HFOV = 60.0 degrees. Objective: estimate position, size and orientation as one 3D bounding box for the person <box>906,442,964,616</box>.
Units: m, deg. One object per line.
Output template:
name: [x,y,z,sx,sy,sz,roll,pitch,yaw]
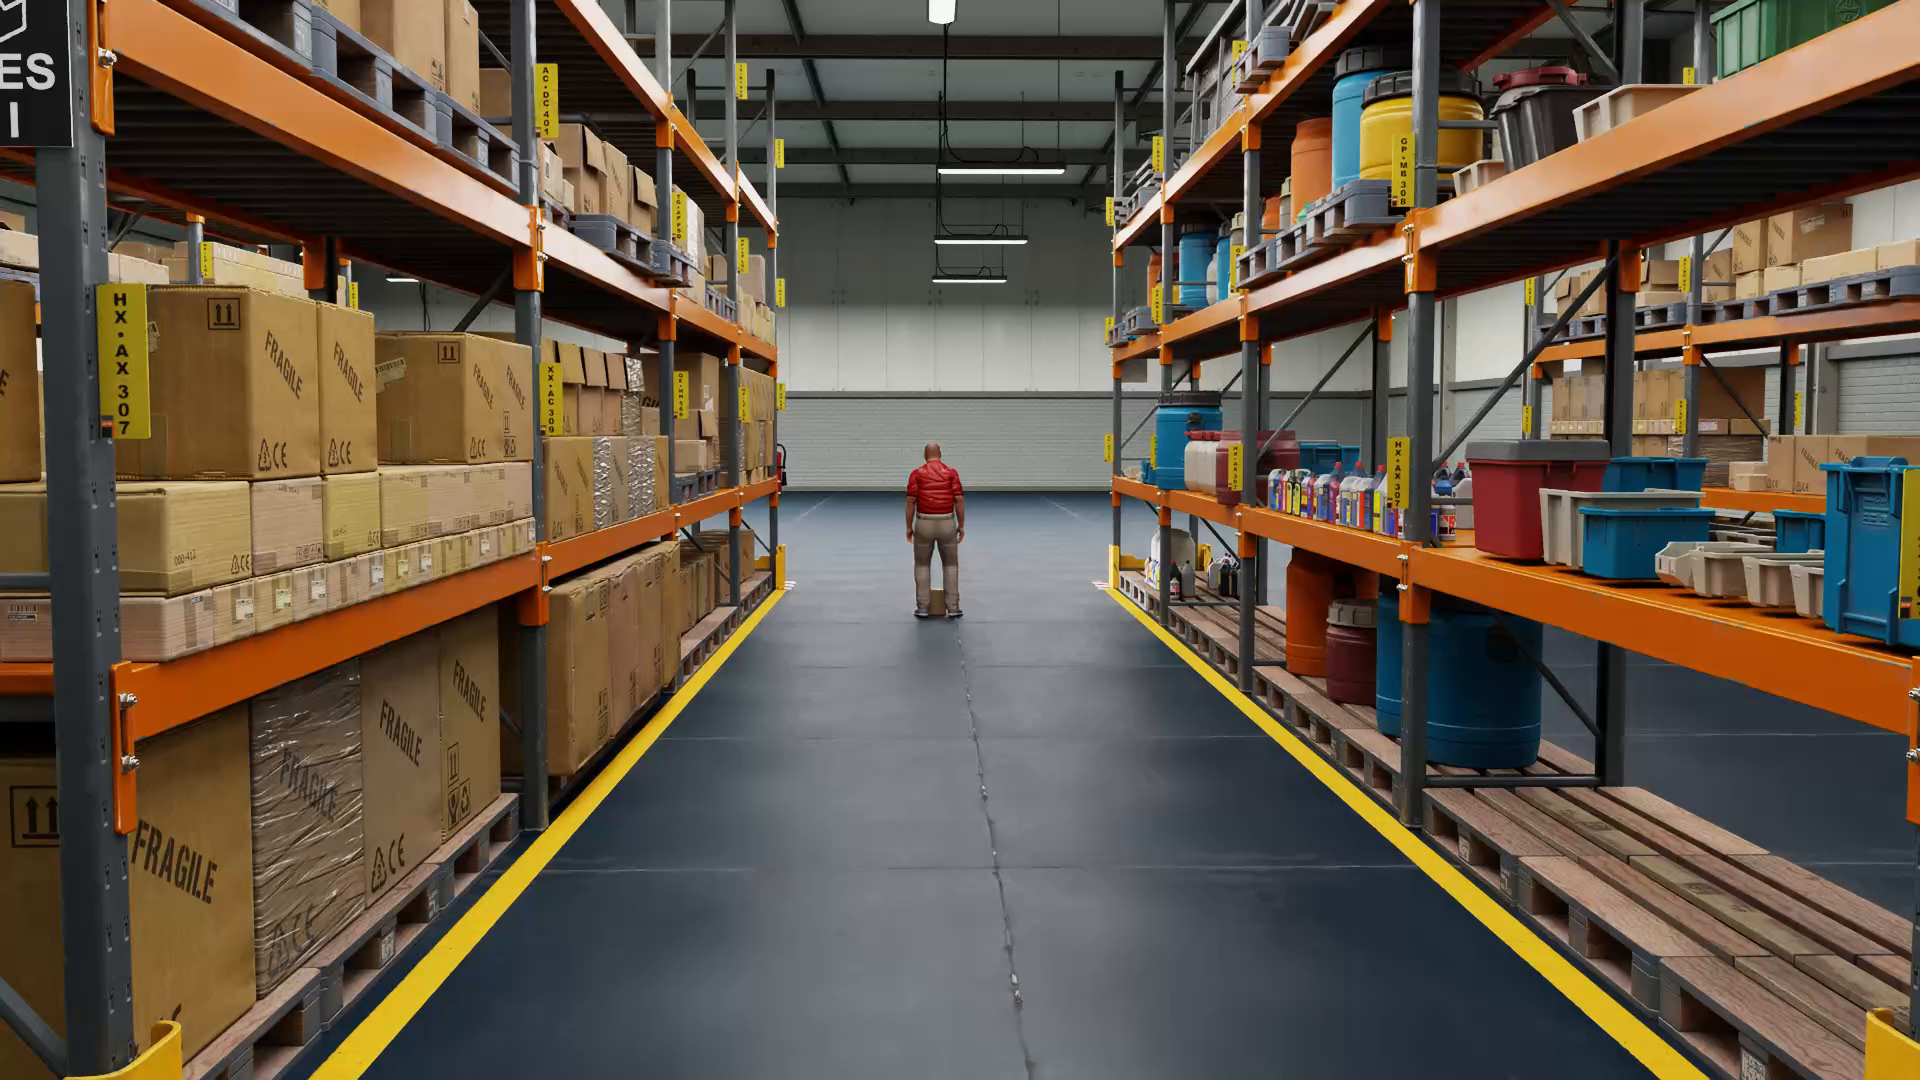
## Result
person: [-0.246,-0.105,16.463,0.587,1.726,0.389,0,4,-4]
